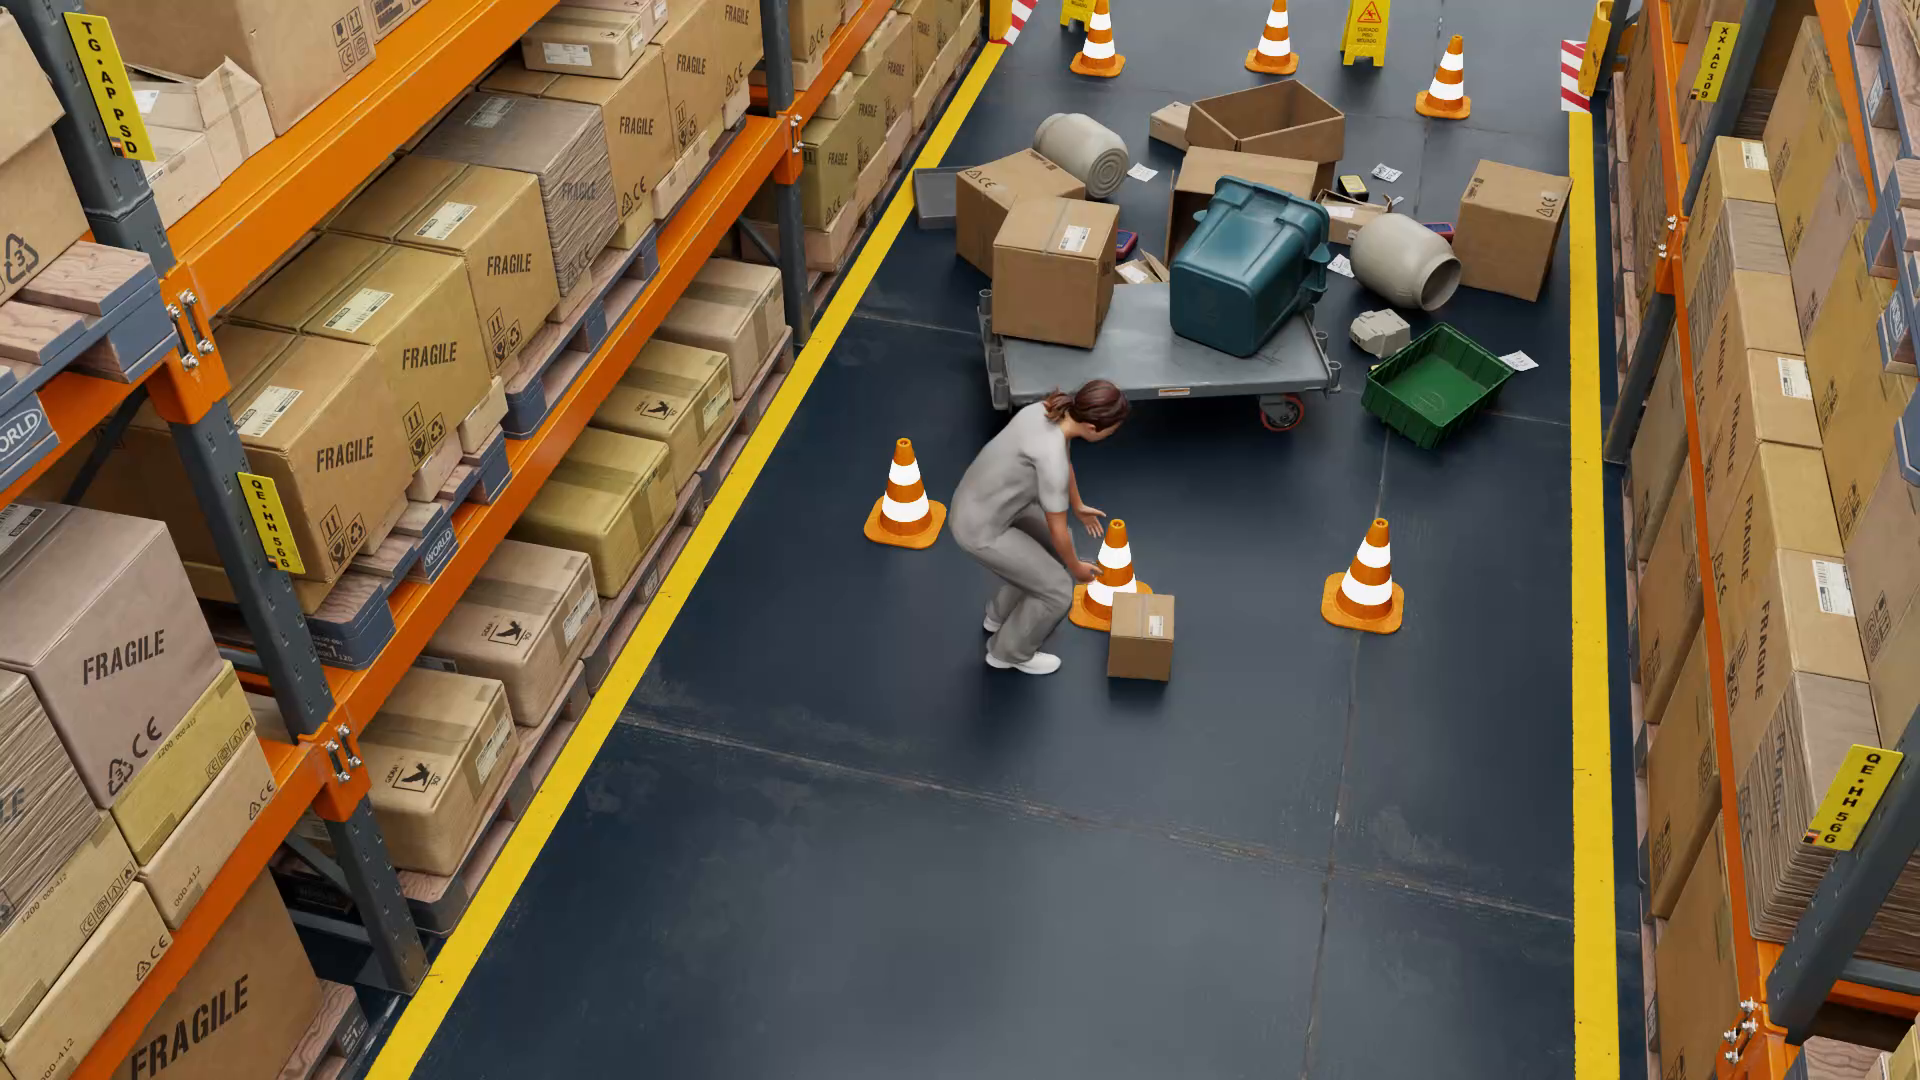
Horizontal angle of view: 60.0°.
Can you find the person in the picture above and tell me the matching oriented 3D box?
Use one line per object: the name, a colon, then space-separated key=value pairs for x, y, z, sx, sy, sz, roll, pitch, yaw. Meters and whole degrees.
person: x=0.294 y=-0.081 z=6.516 sx=0.667 sy=1.333 sz=0.491 roll=4 pitch=41 yaw=4
